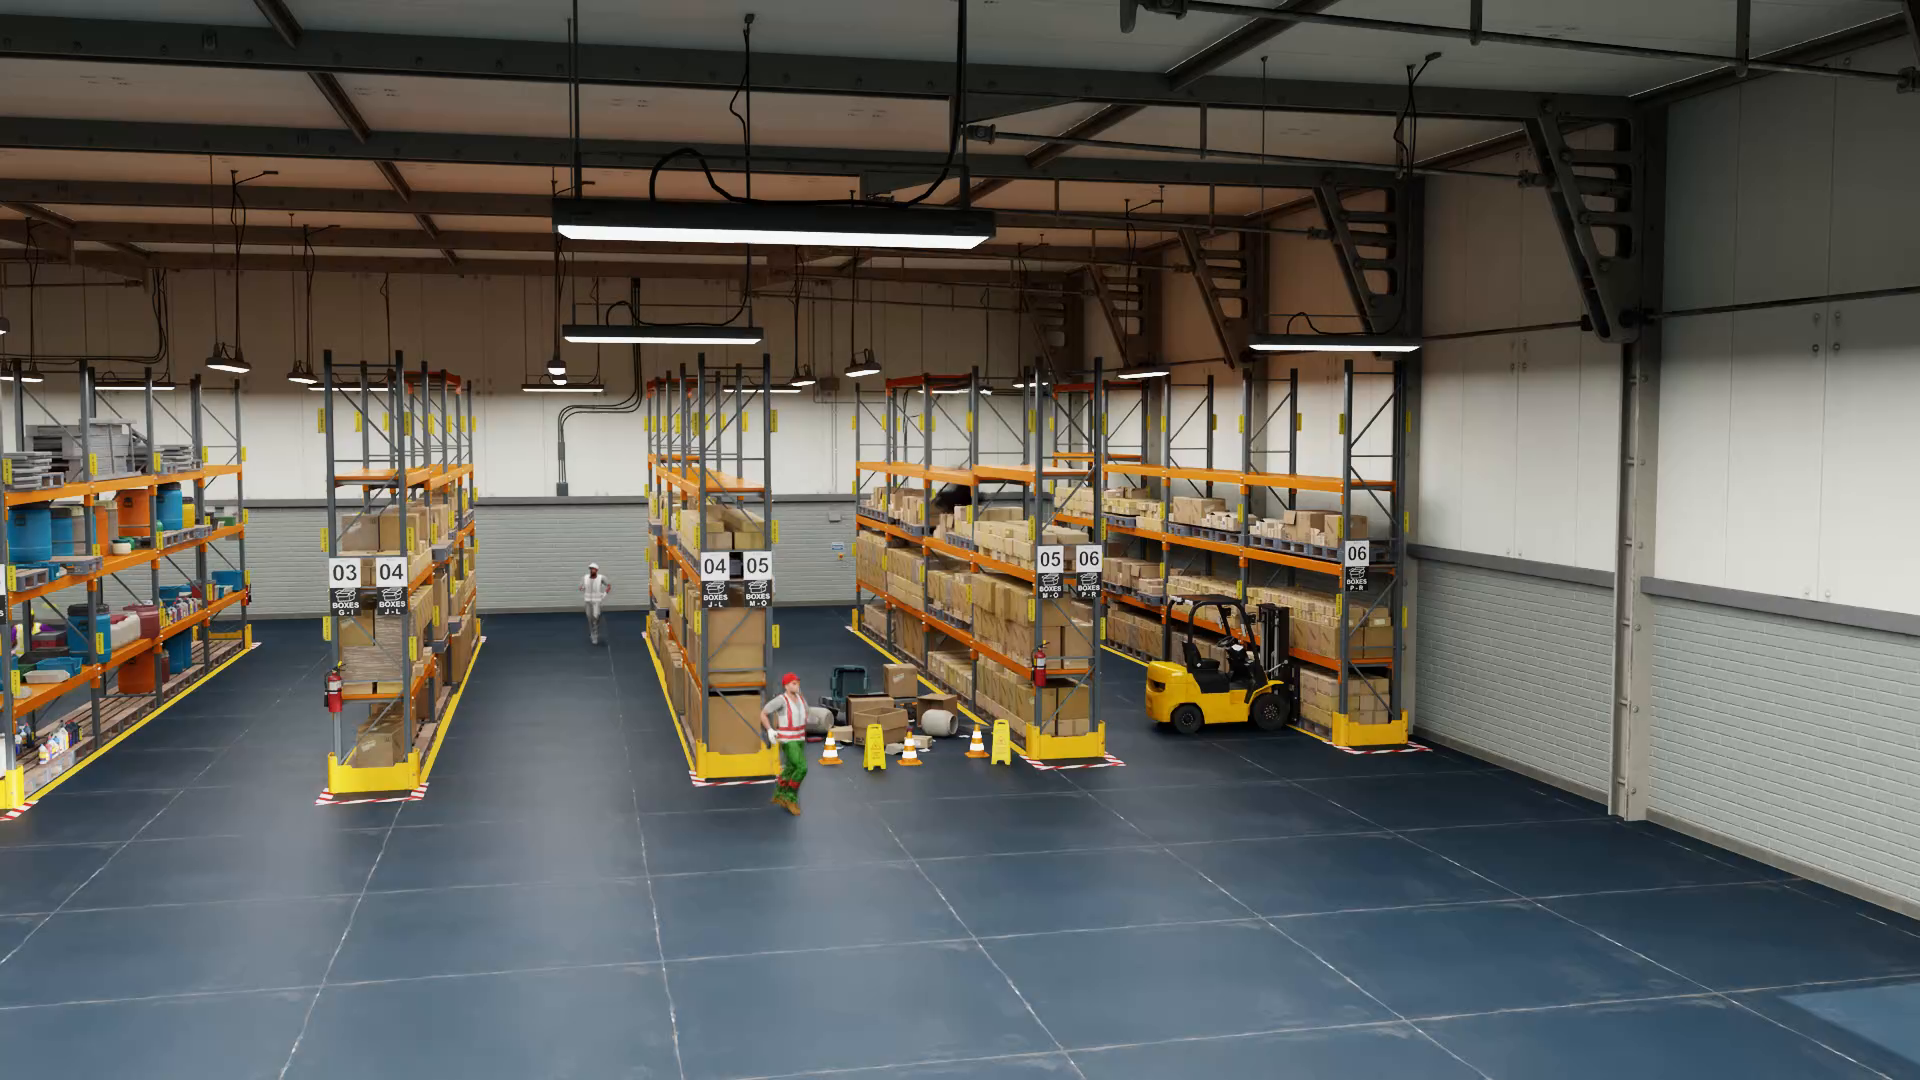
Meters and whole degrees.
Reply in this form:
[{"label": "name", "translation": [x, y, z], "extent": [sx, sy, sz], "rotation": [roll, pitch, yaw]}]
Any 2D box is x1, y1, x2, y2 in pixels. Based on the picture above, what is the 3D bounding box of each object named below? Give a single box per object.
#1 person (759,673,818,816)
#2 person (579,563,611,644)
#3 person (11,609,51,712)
[{"label": "person", "translation": [-2.159, 2.621, 21.421], "extent": [0.747, 1.827, 0.646], "rotation": [2, 5, 30]}, {"label": "person", "translation": [-8.433, 1.451, 38.216], "extent": [0.675, 1.847, 0.731], "rotation": [1, 4, 9]}, {"label": "person", "translation": [-16.227, 2.084, 28.987], "extent": [0.682, 1.808, 0.807], "rotation": [-1, 4, -14]}]
